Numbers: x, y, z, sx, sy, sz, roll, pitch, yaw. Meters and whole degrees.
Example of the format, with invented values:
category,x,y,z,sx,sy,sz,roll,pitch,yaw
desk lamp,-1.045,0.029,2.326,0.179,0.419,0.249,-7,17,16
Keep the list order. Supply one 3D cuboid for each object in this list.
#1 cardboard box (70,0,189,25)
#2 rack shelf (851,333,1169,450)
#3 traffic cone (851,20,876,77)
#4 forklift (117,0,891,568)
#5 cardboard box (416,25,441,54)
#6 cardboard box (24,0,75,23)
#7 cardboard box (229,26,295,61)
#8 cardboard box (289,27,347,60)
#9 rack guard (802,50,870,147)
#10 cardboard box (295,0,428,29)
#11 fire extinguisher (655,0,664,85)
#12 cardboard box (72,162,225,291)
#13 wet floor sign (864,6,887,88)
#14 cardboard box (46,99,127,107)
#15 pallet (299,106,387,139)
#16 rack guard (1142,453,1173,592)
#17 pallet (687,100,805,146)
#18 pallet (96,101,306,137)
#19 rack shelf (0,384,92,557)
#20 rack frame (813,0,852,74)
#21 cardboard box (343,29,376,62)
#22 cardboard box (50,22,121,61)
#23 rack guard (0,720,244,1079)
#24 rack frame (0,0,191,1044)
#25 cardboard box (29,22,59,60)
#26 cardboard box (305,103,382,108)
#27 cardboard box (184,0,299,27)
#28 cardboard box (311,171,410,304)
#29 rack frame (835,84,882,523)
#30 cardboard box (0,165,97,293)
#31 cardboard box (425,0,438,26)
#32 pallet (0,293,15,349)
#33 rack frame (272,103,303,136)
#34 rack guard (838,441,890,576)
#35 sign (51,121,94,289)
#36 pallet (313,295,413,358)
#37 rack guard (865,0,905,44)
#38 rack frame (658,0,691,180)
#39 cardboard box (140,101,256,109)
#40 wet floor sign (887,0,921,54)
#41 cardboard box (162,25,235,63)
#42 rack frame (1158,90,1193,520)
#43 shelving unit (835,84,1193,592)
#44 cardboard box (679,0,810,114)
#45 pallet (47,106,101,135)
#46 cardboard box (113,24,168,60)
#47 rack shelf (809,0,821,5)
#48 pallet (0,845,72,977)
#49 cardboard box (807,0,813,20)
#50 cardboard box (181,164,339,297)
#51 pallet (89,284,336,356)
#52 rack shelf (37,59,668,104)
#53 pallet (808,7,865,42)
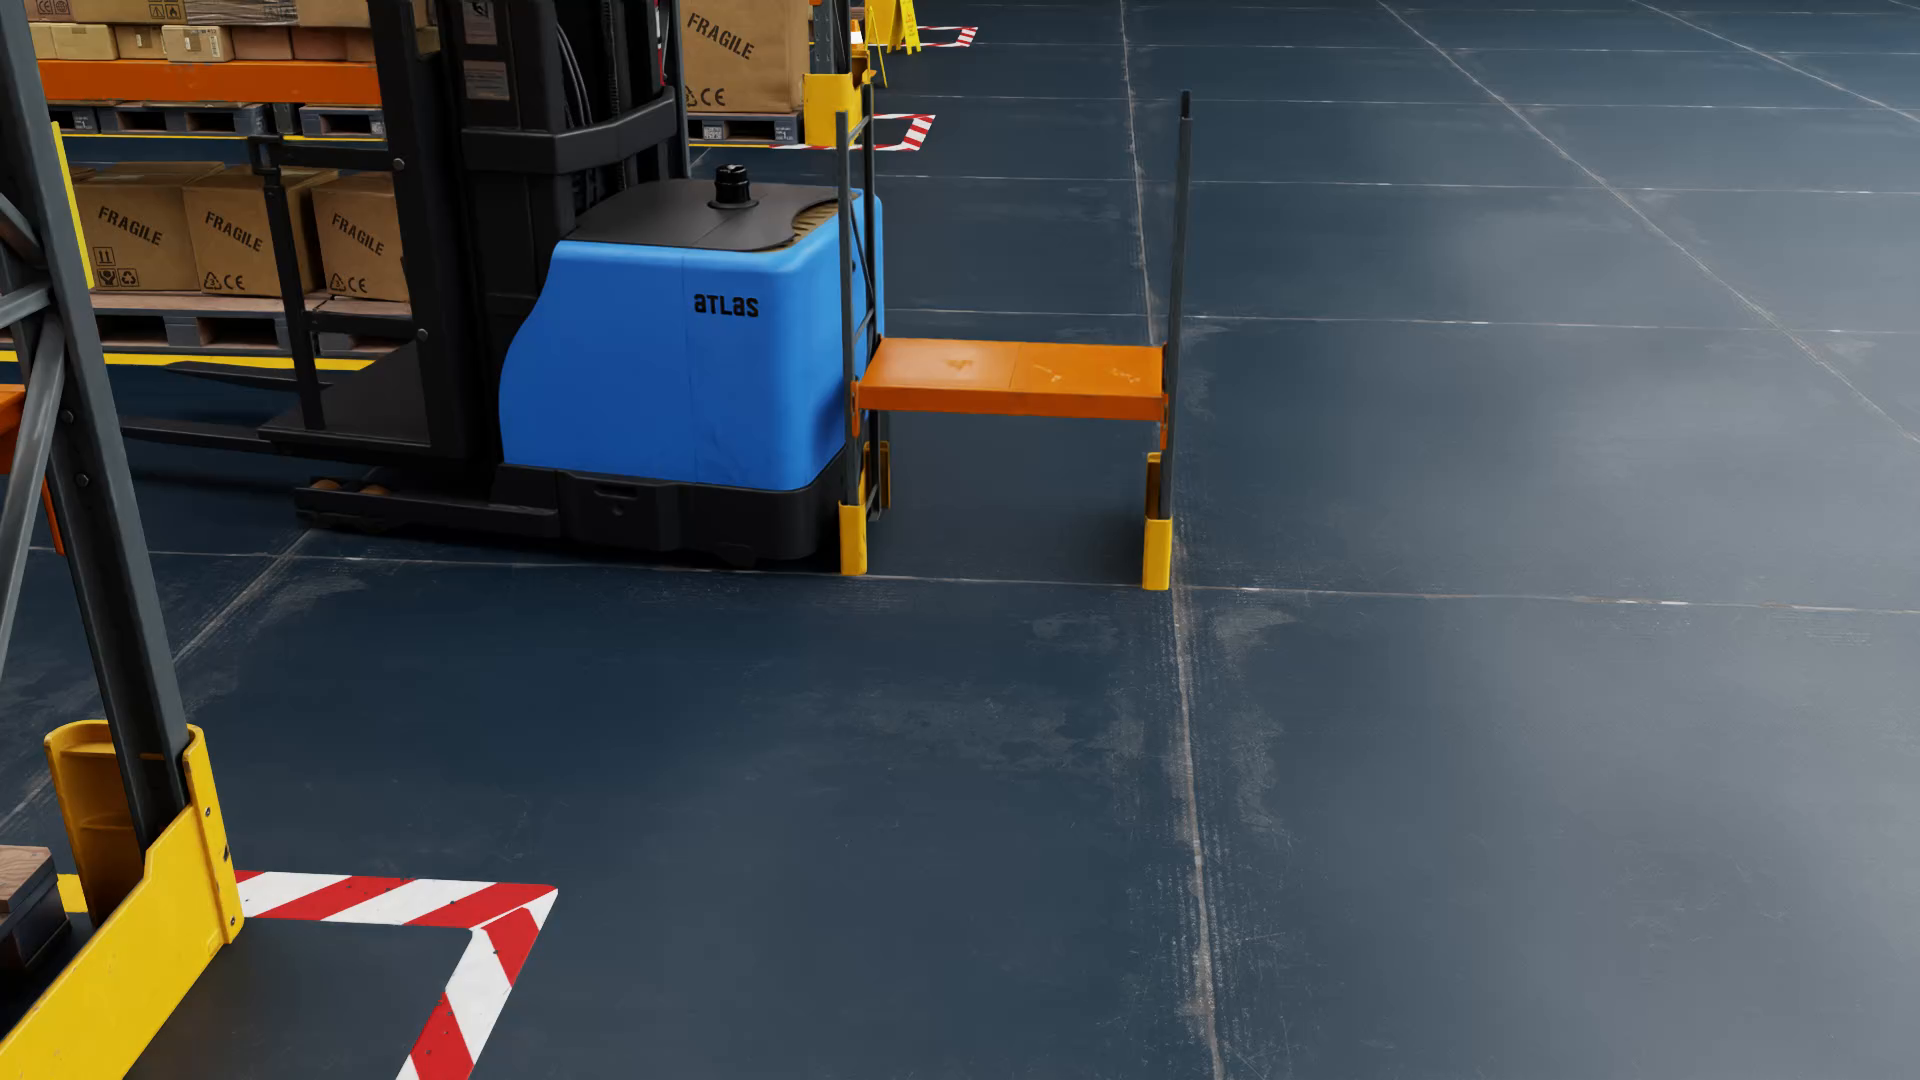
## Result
category,x,y,z,sx,sy,sz,roll,pitch,yaw
cardboard box,-3.449,-2.574,7.280,0.500,0.500,0.875,2,25,4
rack shelf,0.180,-0.497,5.466,1.000,0.185,0.538,3,25,6
traffic cone,-0.917,-4.324,14.594,0.334,0.463,0.336,2,25,4
forklift,-1.836,-1.559,5.631,3.031,2.935,1.130,6,25,13
cardboard box,-2.204,-2.147,7.129,0.250,0.149,0.380,2,25,4
cardboard box,-3.944,-2.607,7.353,0.500,0.500,0.875,2,25,4
cardboard box,-2.950,-2.186,7.212,0.250,0.149,0.380,2,25,4
cardboard box,-2.699,-2.187,7.215,0.250,0.149,0.380,2,25,4
rack guard,-0.898,-3.271,12.261,0.348,0.500,1.175,2,25,4
cardboard box,-2.456,-2.519,7.161,0.500,0.500,0.875,2,25,4
fire extinguisher,-1.323,-2.113,6.846,0.183,0.674,0.296,2,25,4
cardboard box,-3.798,-1.495,7.899,0.500,0.500,0.500,0,25,-1
wet floor sign,-0.741,-4.162,14.024,0.232,0.644,0.267,-2,25,-5
cardboard box,-6.497,-3.719,12.433,0.750,0.750,1.050,2,25,4
pallet,-4.158,-3.212,12.478,1.213,0.211,1.003,2,25,4
rack guard,0.666,-0.069,5.602,0.087,0.250,0.587,3,25,6
pallet,-1.725,-3.134,12.308,1.213,0.211,1.003,2,25,4
pallet,-5.685,-3.262,12.587,1.213,0.211,1.003,2,25,4
rack shelf,-3.775,-0.017,3.058,4.000,0.370,1.077,2,25,4
rack frame,-0.922,-4.408,11.741,0.127,3.000,1.000,2,25,4
cardboard box,-2.452,-2.162,7.160,0.250,0.149,0.380,2,25,4
cardboard box,-3.702,-2.183,7.206,0.250,0.149,0.380,2,25,4
rack guard,-1.861,0.873,3.254,0.348,0.500,1.175,2,25,4
rack frame,-1.781,-0.279,2.769,0.127,3.000,1.000,2,25,4
cardboard box,-3.951,-2.196,7.234,0.250,0.149,0.380,2,25,4
cardboard box,-4.288,-3.712,12.268,0.875,0.875,0.875,2,25,5
cardboard box,-2.951,-2.553,7.235,0.500,0.500,0.875,2,25,4
cardboard box,-2.622,-1.431,7.759,0.500,0.500,0.500,8,26,18
rack frame,-0.325,-0.684,5.443,0.032,1.500,0.500,3,25,6
cardboard box,-4.423,-1.482,7.871,0.500,0.500,0.500,10,27,21
cardboard box,-1.948,-2.553,7.235,0.500,0.500,0.875,2,25,4
pallet,-4.718,-1.198,8.101,1.213,0.211,1.003,2,25,4
rack frame,-4.910,-4.536,12.019,0.127,3.000,1.000,2,25,4
rack guard,-0.324,-0.116,5.704,0.087,0.250,0.587,3,25,6
sign,-1.735,-0.634,3.209,0.005,0.325,0.100,2,25,4
pallet,-2.285,-1.120,7.932,1.213,0.211,1.003,2,25,4
rack guard,-0.719,-5.341,16.759,0.348,0.500,1.175,2,25,4
rack frame,-1.402,-2.344,7.255,0.127,3.000,1.000,2,25,4
cardboard box,-5.536,-3.687,12.363,0.750,0.750,1.050,2,25,4
wet floor sign,-0.536,-4.952,15.741,0.232,0.644,0.267,11,27,22
cardboard box,-3.206,-2.157,7.149,0.250,0.149,0.380,2,25,4
rack frame,0.685,-0.636,5.339,0.032,1.500,0.500,3,25,6
shelving unit,0.171,-0.661,5.392,1.083,1.500,0.587,3,25,6
cardboard box,-1.603,-3.627,12.084,0.875,0.875,0.875,2,25,4
pallet,-6.905,-3.300,12.669,1.213,0.211,1.003,2,25,4
cardboard box,-3.450,-2.194,7.230,0.250,0.149,0.380,2,25,4
rack shelf,-2.916,-4.145,12.030,4.000,0.370,1.077,2,25,4
pallet,-2.670,0.976,3.376,1.213,0.211,1.003,2,25,4
cardboard box,-1.494,-5.330,16.532,0.500,0.250,0.500,2,25,4
cardboard box,-3.245,-1.459,7.820,0.500,0.500,0.500,4,25,9
pallet,-3.498,-1.160,8.019,1.213,0.211,1.003,2,25,4
rack shelf,-3.396,-2.081,7.544,4.000,0.370,1.077,2,25,4
pallet,-1.526,-5.250,16.908,1.213,0.211,1.003,2,25,4
